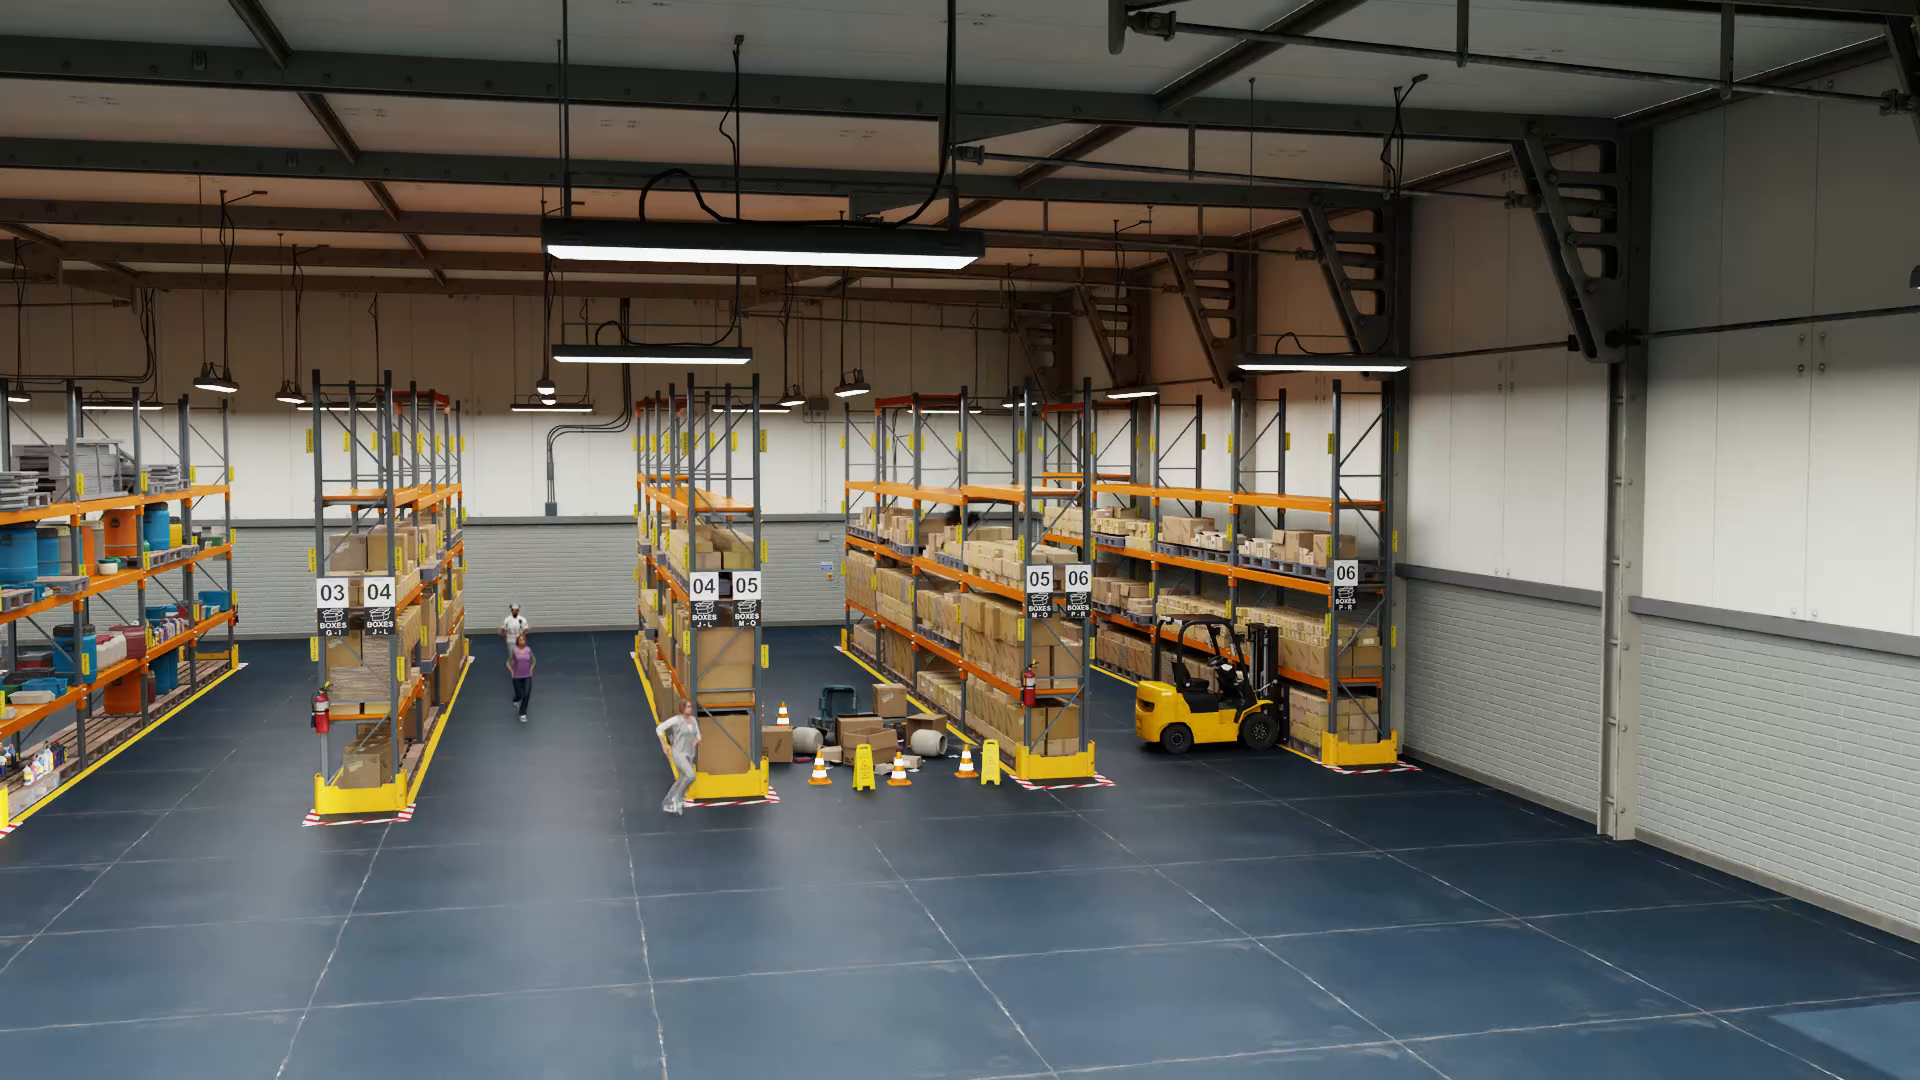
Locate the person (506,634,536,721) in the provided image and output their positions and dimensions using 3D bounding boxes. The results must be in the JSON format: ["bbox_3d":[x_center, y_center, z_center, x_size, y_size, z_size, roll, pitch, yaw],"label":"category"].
[{"bbox_3d":[-7.959,2.491,30.192,0.537,1.557,0.589,-2,4,-25],"label":"person"}]

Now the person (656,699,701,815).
[{"bbox_3d":[-3.740,2.910,22.415,0.635,1.536,0.541,2,4,33],"label":"person"}]

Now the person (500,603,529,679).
[{"bbox_3d":[-9.379,2.150,35.030,0.580,1.655,0.681,-1,3,-17],"label":"person"}]
